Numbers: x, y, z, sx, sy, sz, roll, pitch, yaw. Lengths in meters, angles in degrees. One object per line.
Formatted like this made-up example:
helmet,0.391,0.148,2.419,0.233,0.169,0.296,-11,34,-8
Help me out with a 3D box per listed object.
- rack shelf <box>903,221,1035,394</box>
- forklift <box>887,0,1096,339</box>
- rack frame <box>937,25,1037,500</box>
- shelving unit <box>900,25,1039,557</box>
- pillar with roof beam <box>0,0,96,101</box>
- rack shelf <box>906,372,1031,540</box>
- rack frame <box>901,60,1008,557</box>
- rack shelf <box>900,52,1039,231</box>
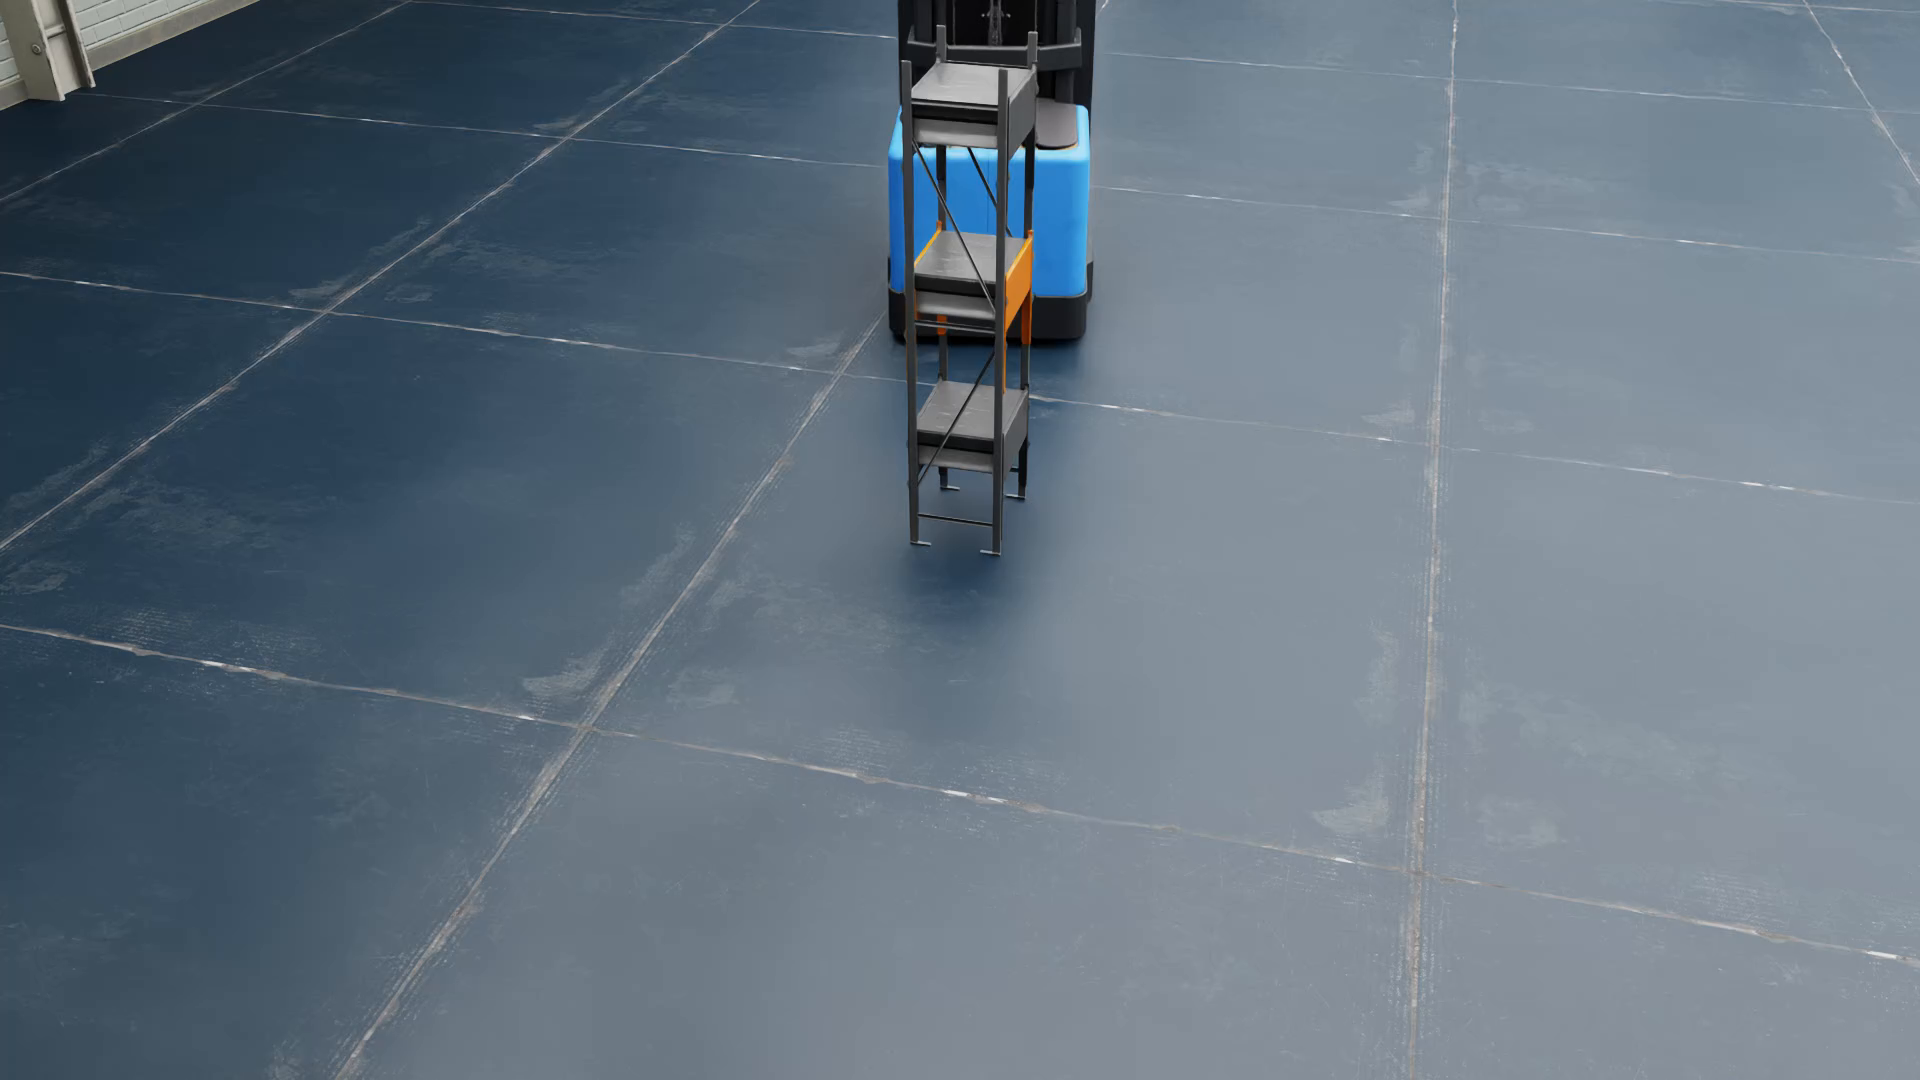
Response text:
rack shelf,0.042,-0.960,6.829,0.431,0.518,0.480,8,33,12
forklift,0.213,-3.060,9.332,1.130,2.935,3.031,1,32,2
rack frame,0.104,-1.099,7.021,0.400,2.100,0.015,8,33,12
shelving unit,0.042,-0.972,6.822,0.431,2.100,0.503,8,33,12
pillar with roof beam,-2.640,-6.606,9.254,9.100,9.000,0.400,8,33,12
rack shelf,0.042,-0.370,7.205,0.431,0.518,0.480,8,33,12
rack frame,-0.020,-0.845,6.623,0.400,2.100,0.015,8,33,12
rack shelf,0.042,-1.551,6.454,0.431,0.518,0.480,8,33,12
